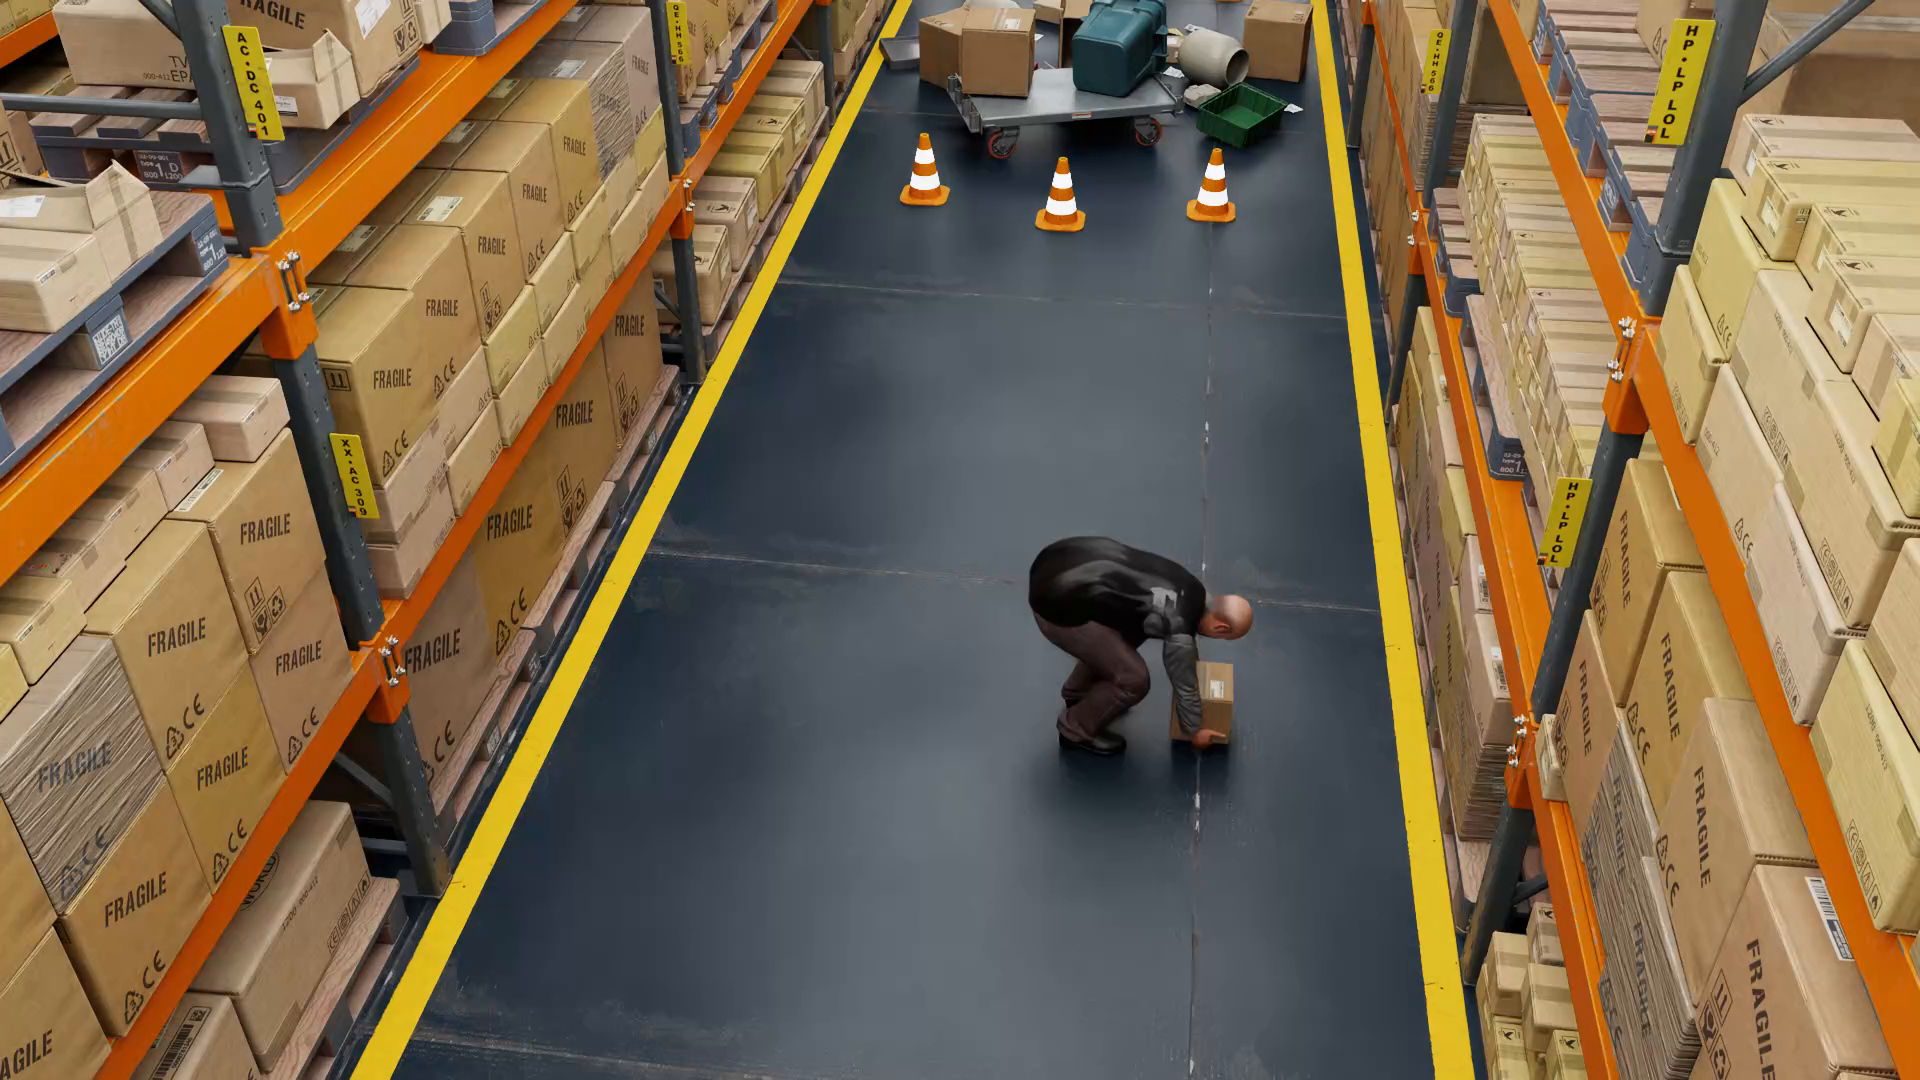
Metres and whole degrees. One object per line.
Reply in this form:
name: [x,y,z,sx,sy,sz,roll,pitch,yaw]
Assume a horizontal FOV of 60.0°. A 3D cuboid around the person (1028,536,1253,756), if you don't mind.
person: [0.759,0.434,7.099,0.944,0.974,0.512,3,36,4]
